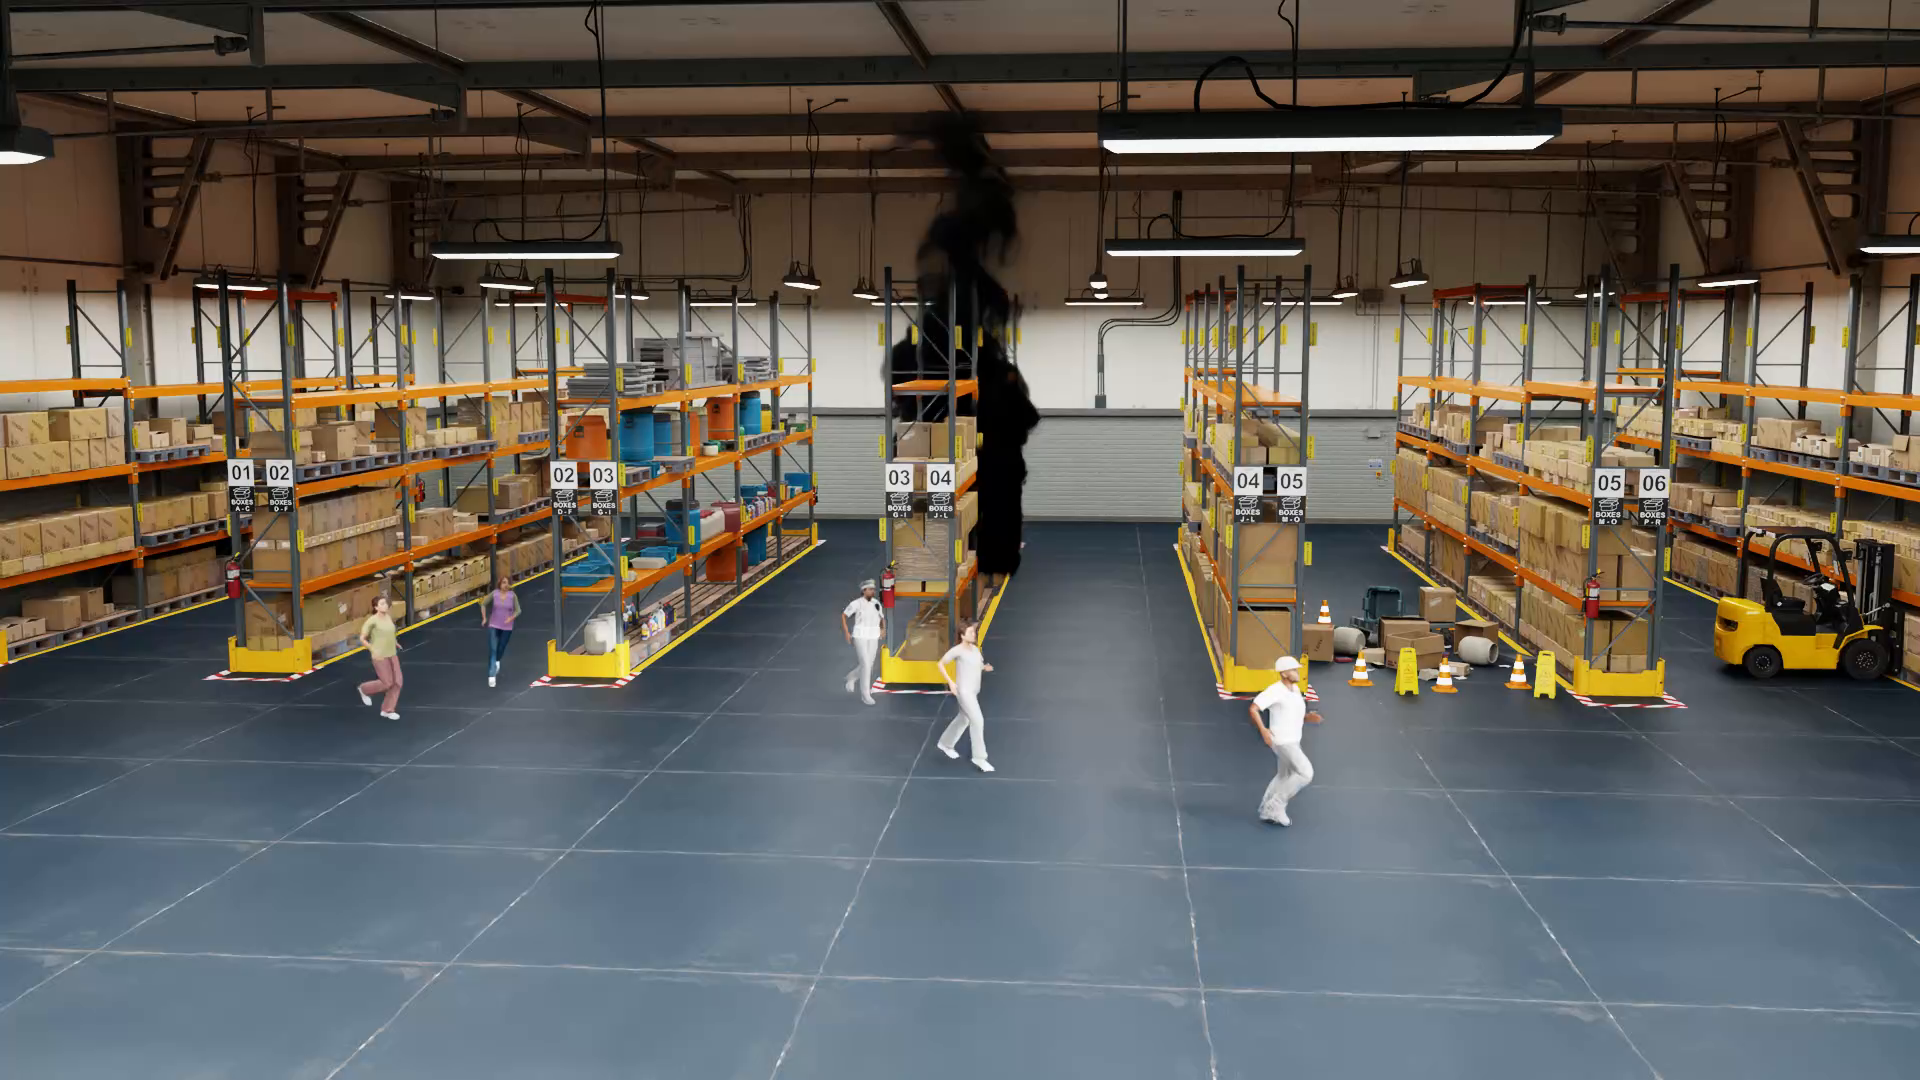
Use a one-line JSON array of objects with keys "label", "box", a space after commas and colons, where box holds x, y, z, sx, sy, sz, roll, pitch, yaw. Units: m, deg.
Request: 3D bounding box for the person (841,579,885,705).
[{"label": "person", "box": [-1.289, 1.389, 23.079, 0.620, 1.685, 0.735, -5, 8, -34]}]

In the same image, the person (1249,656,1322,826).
[{"label": "person", "box": [3.376, 2.059, 17.075, 0.662, 1.737, 0.691, 4, 8, 28]}]

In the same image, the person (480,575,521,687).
[{"label": "person", "box": [-6.709, 1.294, 24.321, 0.576, 1.583, 0.777, -2, 7, -17]}]

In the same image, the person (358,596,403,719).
[{"label": "person", "box": [-7.666, 1.541, 22.010, 0.611, 1.637, 0.590, 3, 8, 25]}]

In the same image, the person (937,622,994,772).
[{"label": "person", "box": [0.064, 1.807, 19.431, 0.854, 1.708, 0.544, 4, 8, 31]}]
